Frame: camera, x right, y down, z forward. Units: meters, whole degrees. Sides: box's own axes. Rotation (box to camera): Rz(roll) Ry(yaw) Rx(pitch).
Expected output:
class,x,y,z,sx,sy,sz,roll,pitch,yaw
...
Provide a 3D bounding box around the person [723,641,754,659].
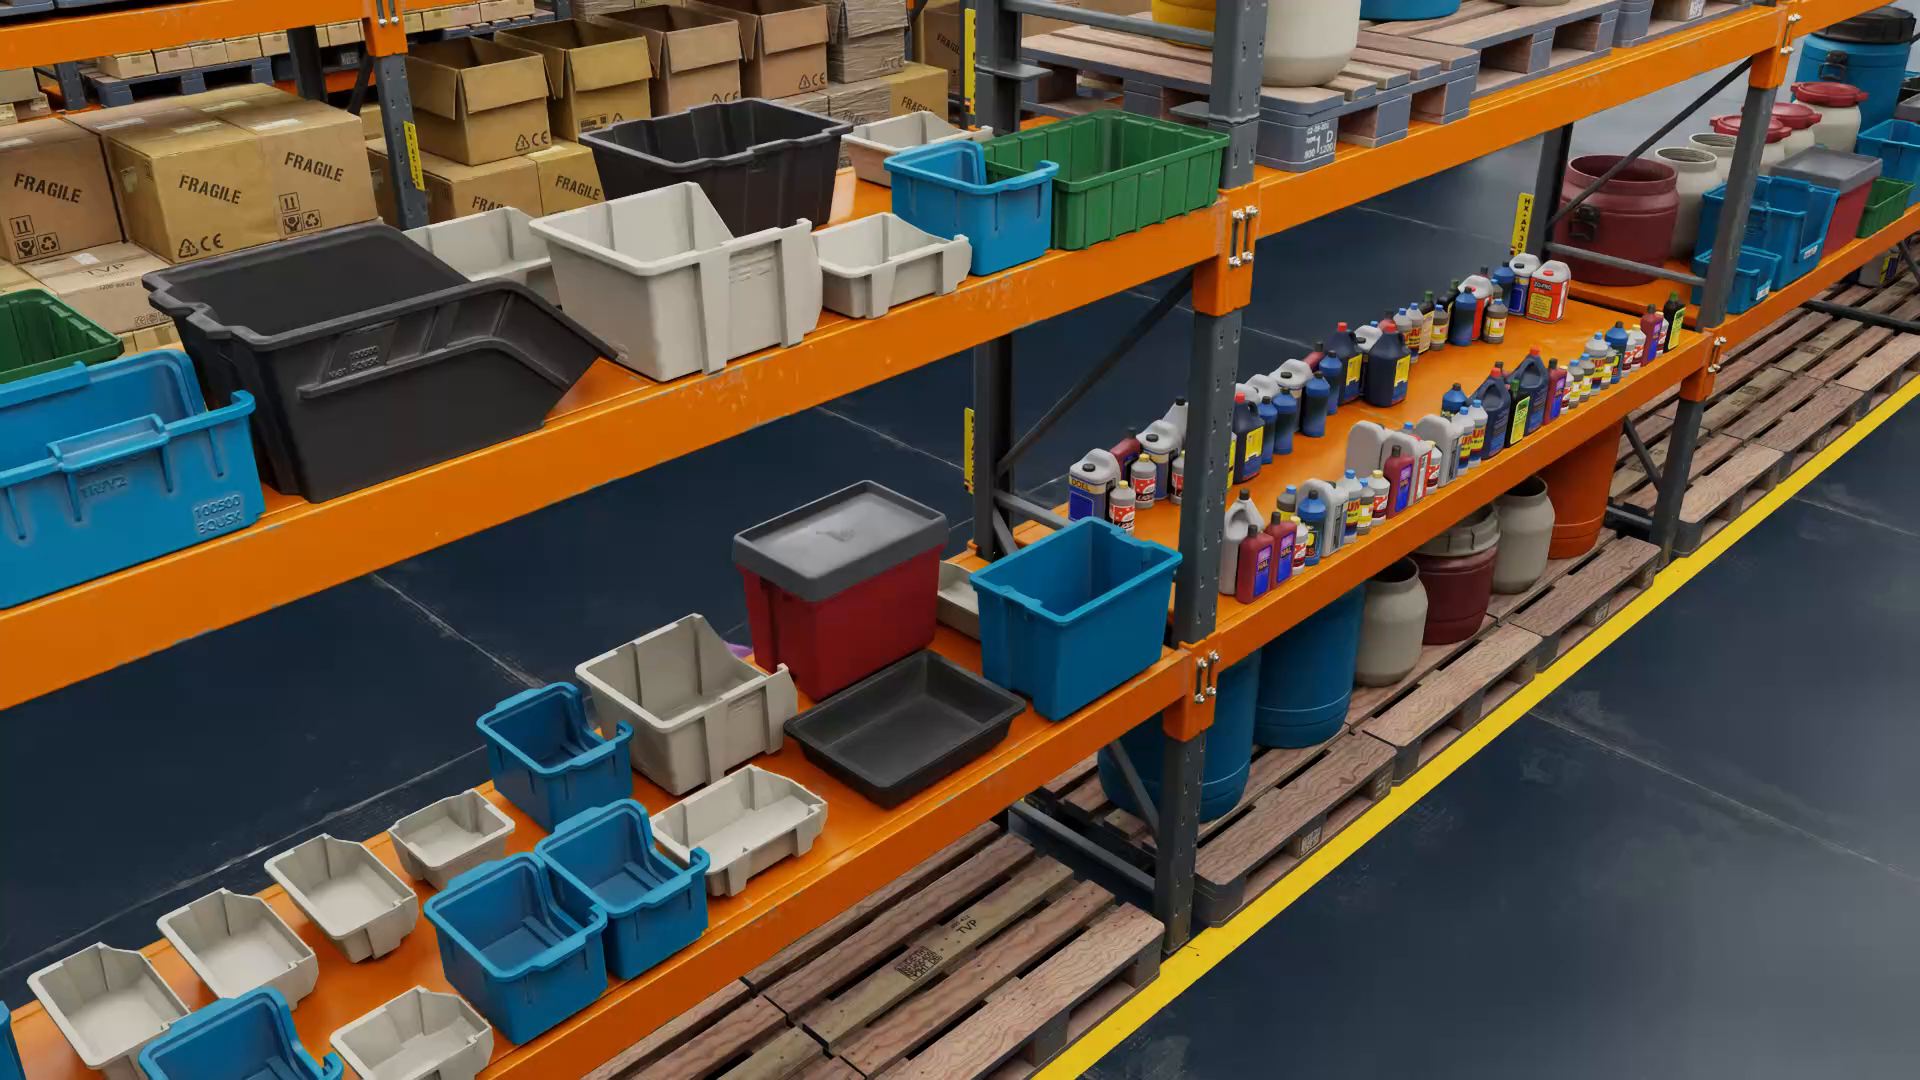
class,x,y,z,sx,sy,sz,roll,pitch,yaw
person,-0.983,0.731,6.486,0.446,0.920,0.787,19,34,32
